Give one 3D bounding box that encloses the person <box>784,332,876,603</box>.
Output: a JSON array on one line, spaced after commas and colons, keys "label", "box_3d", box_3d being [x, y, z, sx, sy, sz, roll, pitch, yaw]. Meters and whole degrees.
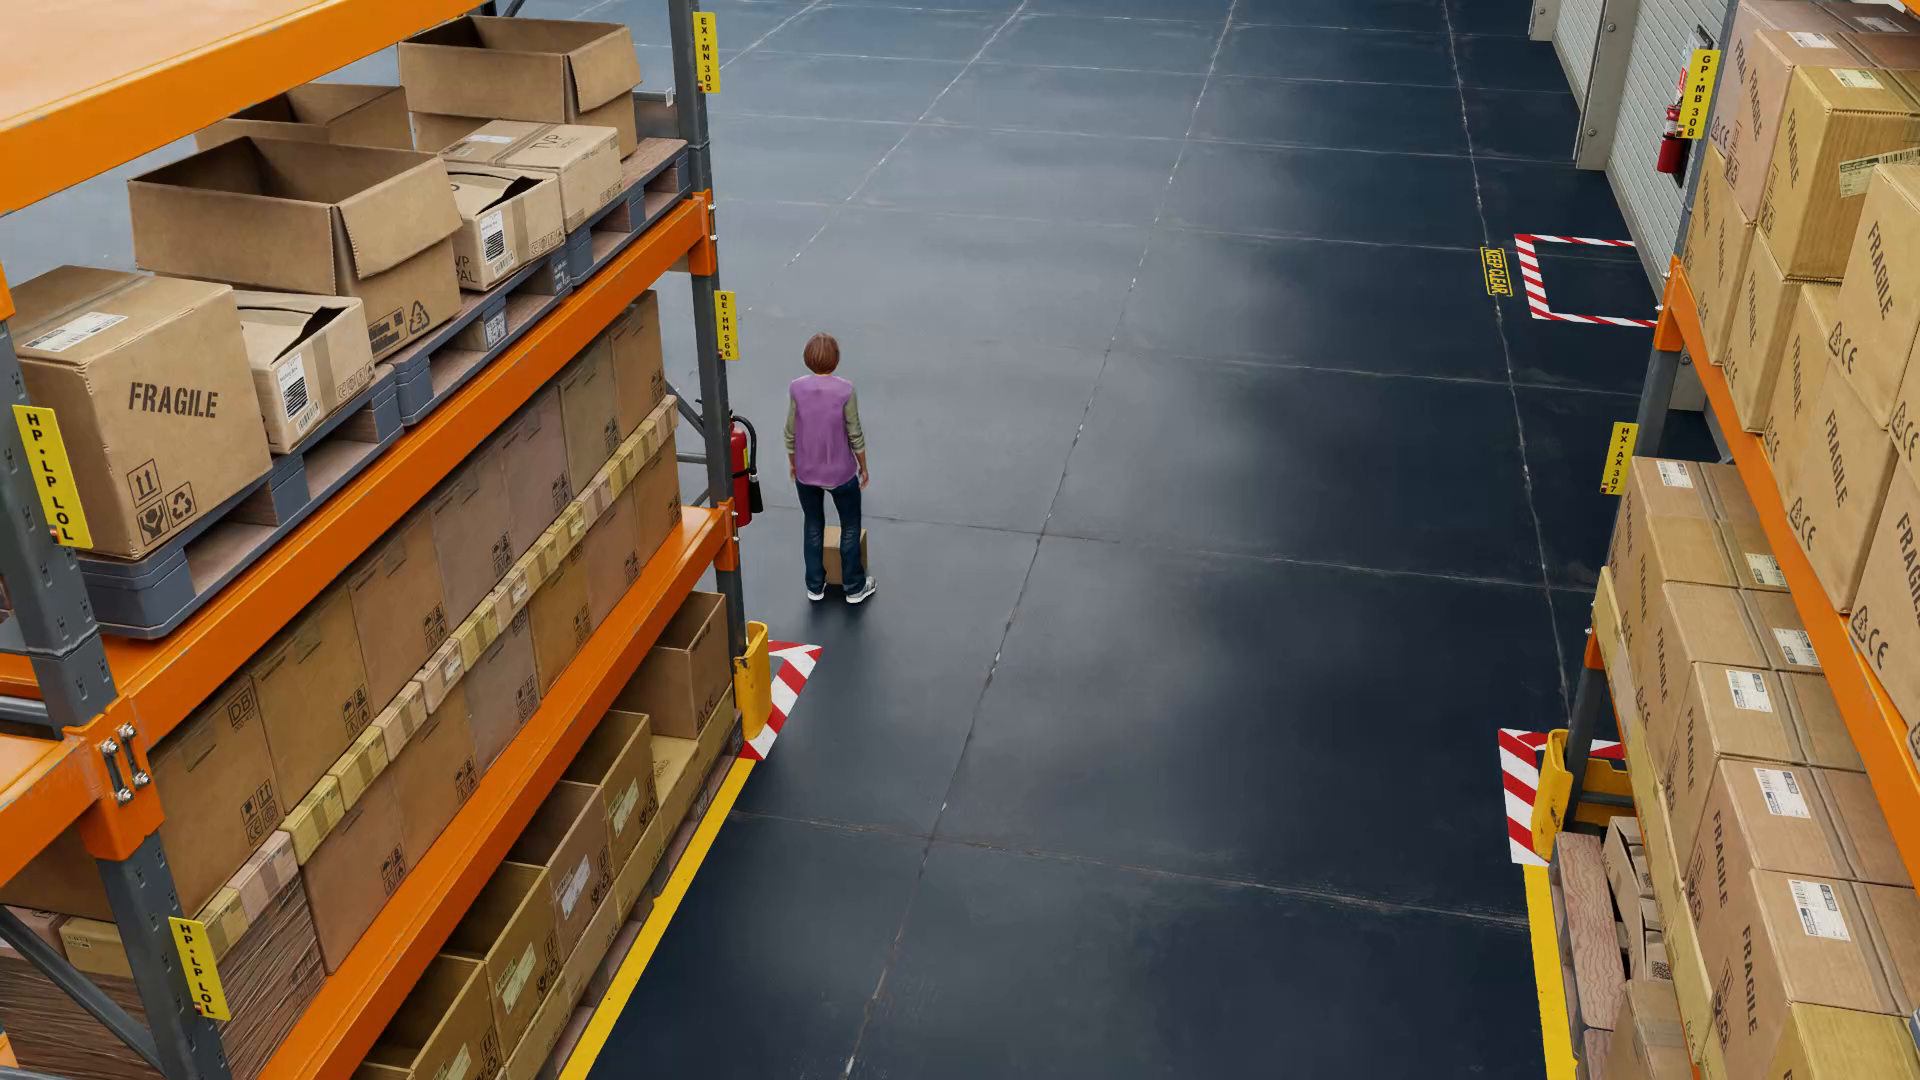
[{"label": "person", "box_3d": [-0.739, -0.376, 9.301, 0.467, 1.581, 0.349, 6, 30, 10]}]
